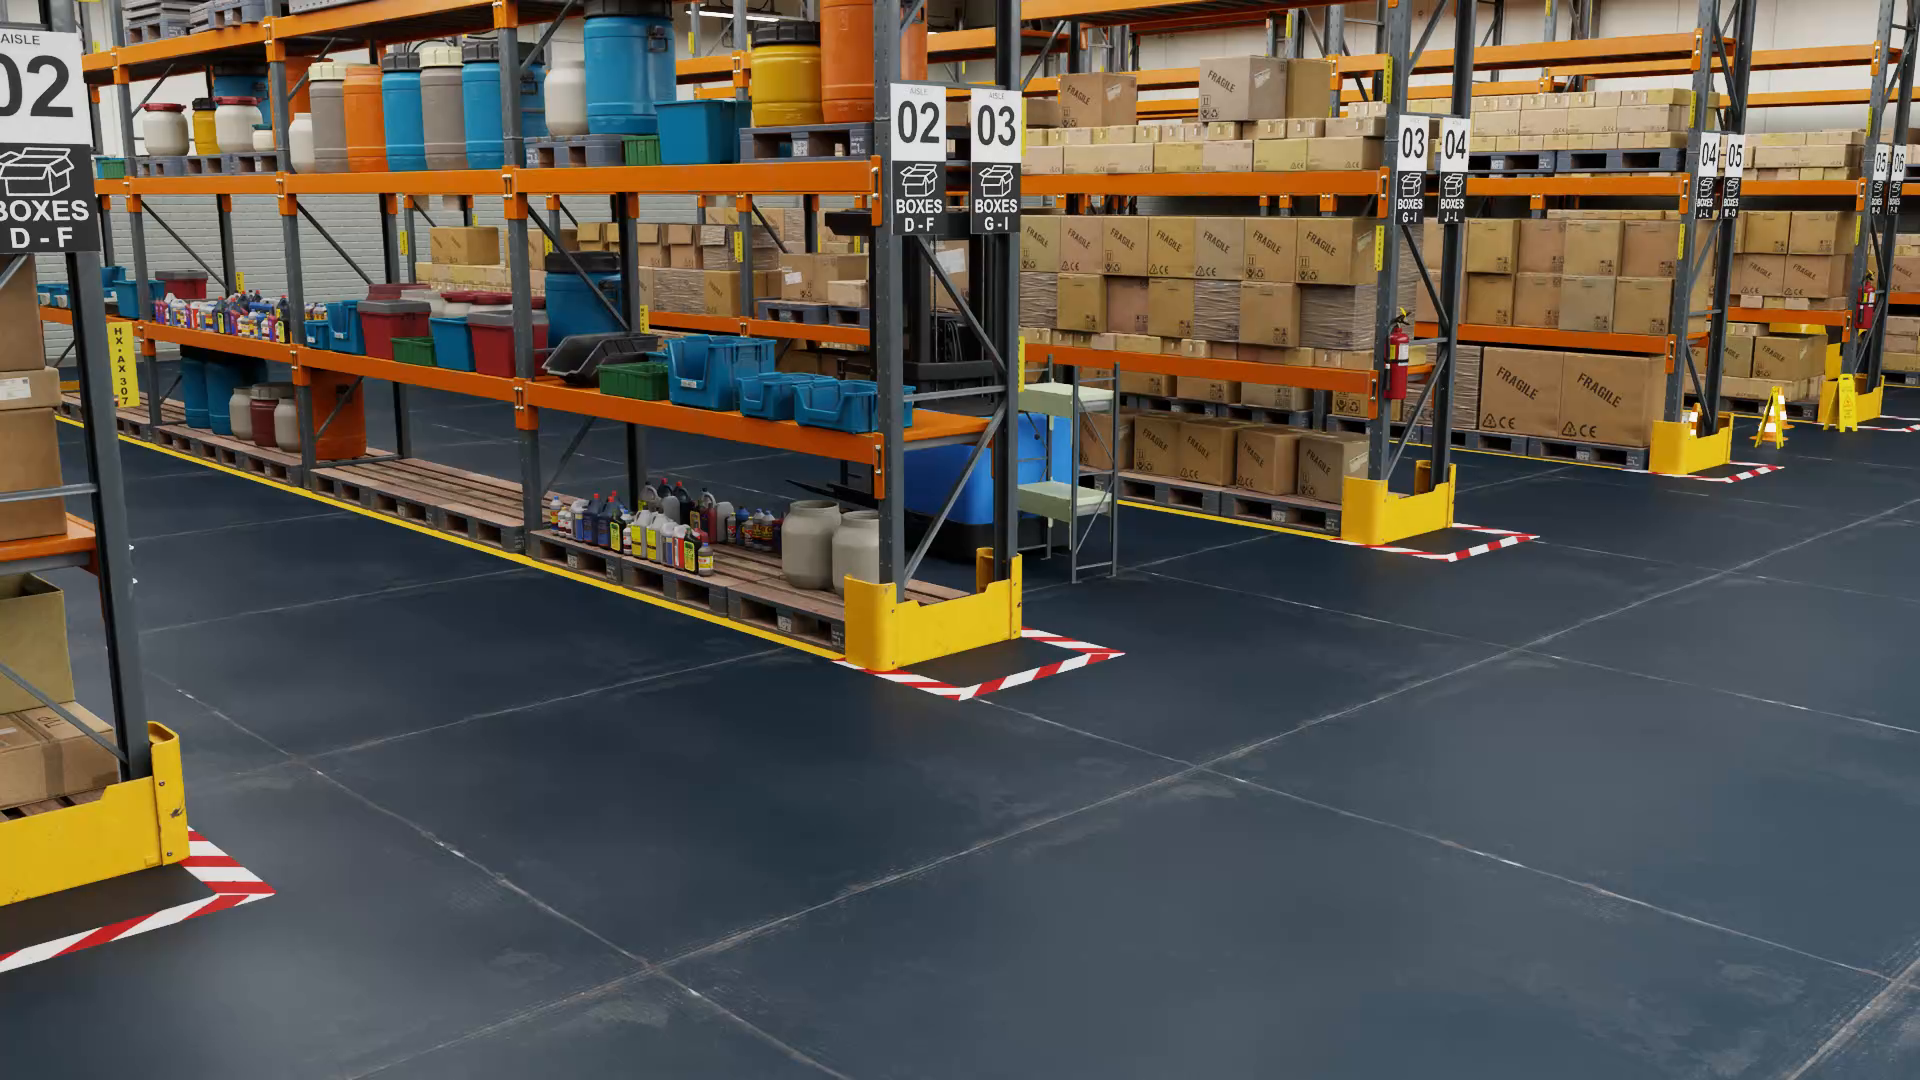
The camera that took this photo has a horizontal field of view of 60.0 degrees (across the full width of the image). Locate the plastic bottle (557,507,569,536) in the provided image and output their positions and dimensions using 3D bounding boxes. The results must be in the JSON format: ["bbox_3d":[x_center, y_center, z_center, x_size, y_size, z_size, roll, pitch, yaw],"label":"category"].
[{"bbox_3d":[-2.846,-0.134,11.970,0.097,0.201,0.097,0,12,0],"label":"plastic bottle"}]

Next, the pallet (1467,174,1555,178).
[{"bbox_3d":[7.581,-4.964,22.605,1.213,0.211,1.003,-11,16,-43],"label":"pallet"}]

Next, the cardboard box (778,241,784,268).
[{"bbox_3d":[-2.683,-4.398,25.841,0.500,0.500,0.500,11,16,44],"label":"cardboard box"}]

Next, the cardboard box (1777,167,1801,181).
[{"bbox_3d":[9.890,-4.333,19.698,0.380,0.149,0.250,-10,15,-41],"label":"cardboard box"}]

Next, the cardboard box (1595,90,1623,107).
[{"bbox_3d":[6.356,-4.261,16.085,0.380,0.149,0.250,-11,16,-42],"label":"cardboard box"}]

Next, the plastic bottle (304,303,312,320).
[{"bbox_3d":[-6.504,-2.229,16.617,0.097,0.271,0.097,0,12,0],"label":"plastic bottle"}]

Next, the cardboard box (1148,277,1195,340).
[{"bbox_3d":[2.083,-2.006,14.230,0.875,0.500,0.500,-11,16,-43],"label":"cardboard box"}]

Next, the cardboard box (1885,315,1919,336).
[{"bbox_3d":[13.380,-3.037,23.513,0.500,0.250,0.500,-11,16,-42],"label":"cardboard box"}]

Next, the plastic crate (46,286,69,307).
[{"bbox_3d":[-10.719,-2.932,19.974,0.416,0.233,0.300,-11,16,-43],"label":"plastic crate"}]

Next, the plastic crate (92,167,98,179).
[{"bbox_3d":[-9.497,-4.051,18.361,0.293,0.136,0.466,-11,16,-43],"label":"plastic crate"}]

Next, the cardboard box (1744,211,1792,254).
[{"bbox_3d":[9.838,-3.702,19.983,0.700,0.500,0.500,-11,16,-42],"label":"cardboard box"}]

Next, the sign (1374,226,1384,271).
[{"bbox_3d":[3.110,-2.165,12.333,0.100,0.325,0.005,-11,16,-43],"label":"sign"}]

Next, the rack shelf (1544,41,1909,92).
[{"bbox_3d":[9.312,-5.775,20.430,1.077,0.370,4.000,-11,16,-43],"label":"rack shelf"}]

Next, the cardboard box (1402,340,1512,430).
[{"bbox_3d":[5.429,-1.710,18.003,0.875,0.875,0.875,-11,16,-42],"label":"cardboard box"}]

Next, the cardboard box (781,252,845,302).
[{"bbox_3d":[-1.597,-2.866,18.102,0.500,0.500,0.500,9,15,38],"label":"cardboard box"}]

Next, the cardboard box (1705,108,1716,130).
[{"bbox_3d":[7.035,-4.096,16.272,0.500,0.250,0.500,-11,16,-43],"label":"cardboard box"}]

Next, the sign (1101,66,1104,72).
[{"bbox_3d":[2.838,-9.285,33.166,0.100,0.325,0.005,-11,16,-43],"label":"sign"}]

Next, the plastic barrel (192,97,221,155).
[{"bbox_3d":[-7.567,-4.241,17.120,0.600,0.588,0.600,0,12,0],"label":"plastic barrel"}]

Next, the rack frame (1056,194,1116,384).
[{"bbox_3d":[1.658,-3.361,21.793,1.000,3.000,0.127,-11,16,-43],"label":"rack frame"}]

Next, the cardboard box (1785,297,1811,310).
[{"bbox_3d":[10.025,-2.822,19.796,0.380,0.149,0.250,-11,16,-43],"label":"cardboard box"}]

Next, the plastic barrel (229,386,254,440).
[{"bbox_3d":[-7.166,-1.286,16.843,0.421,0.512,0.421,0,12,0],"label":"plastic barrel"}]

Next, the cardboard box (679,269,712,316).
[{"bbox_3d":[-2.859,-2.845,19.039,0.500,0.500,0.500,-11,16,-43],"label":"cardboard box"}]

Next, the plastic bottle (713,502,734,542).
[{"bbox_3d":[-1.701,-0.139,11.813,0.152,0.276,0.135,-11,16,-42],"label":"plastic bottle"}]

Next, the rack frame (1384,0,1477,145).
[{"bbox_3d":[3.525,-4.456,12.238,1.000,3.000,0.127,-11,16,-43],"label":"rack frame"}]

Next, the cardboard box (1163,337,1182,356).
[{"bbox_3d":[1.945,-1.658,14.146,0.380,0.149,0.250,-11,16,-43],"label":"cardboard box"}]

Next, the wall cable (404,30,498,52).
[{"bbox_3d":[-8.936,-9.672,29.584,2.277,5.999,0.120,-11,16,-43],"label":"wall cable"}]

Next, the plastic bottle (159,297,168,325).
[{"bbox_3d":[-8.307,-2.389,17.363,0.061,0.283,0.133,-11,16,-43],"label":"plastic bottle"}]

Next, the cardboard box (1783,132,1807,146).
[{"bbox_3d":[9.906,-4.721,19.605,0.380,0.149,0.250,-11,16,-43],"label":"cardboard box"}]

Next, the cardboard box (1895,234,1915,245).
[{"bbox_3d":[13.369,-4.239,23.459,0.380,0.149,0.250,-11,16,-42],"label":"cardboard box"}]

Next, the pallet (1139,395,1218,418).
[{"bbox_3d":[2.986,-1.692,20.601,1.003,0.211,1.213,-11,16,-43],"label":"pallet"}]

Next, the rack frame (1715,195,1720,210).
[{"bbox_3d":[11.518,-4.174,25.740,1.000,3.000,0.127,-11,16,-43],"label":"rack frame"}]

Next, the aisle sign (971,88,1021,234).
[{"bbox_3d":[0.205,-2.131,9.378,0.394,0.787,0.004,-11,16,-43],"label":"aisle sign"}]

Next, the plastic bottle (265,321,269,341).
[{"bbox_3d":[-6.395,-1.950,15.436,0.097,0.201,0.097,0,12,0],"label":"plastic bottle"}]

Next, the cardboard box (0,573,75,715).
[{"bbox_3d":[-4.198,0.454,7.188,0.500,0.500,0.500,-11,16,-43],"label":"cardboard box"}]

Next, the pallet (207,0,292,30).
[{"bbox_3d":[-6.057,-4.754,15.146,1.213,0.211,1.003,-11,16,-43],"label":"pallet"}]

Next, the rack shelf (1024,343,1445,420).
[{"bbox_3d":[2.144,-1.457,14.333,1.077,0.370,4.000,-11,16,-43],"label":"rack shelf"}]

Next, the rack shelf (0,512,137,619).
[{"bbox_3d":[-5.023,-0.077,7.635,1.077,0.370,4.000,-11,16,-43],"label":"rack shelf"}]

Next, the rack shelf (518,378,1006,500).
[{"bbox_3d":[-1.438,-0.767,10.982,1.077,0.370,4.000,-11,16,-43],"label":"rack shelf"}]

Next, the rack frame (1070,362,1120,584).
[{"bbox_3d":[0.926,-0.456,11.408,0.400,1.500,0.023,-8,14,-35],"label":"rack frame"}]

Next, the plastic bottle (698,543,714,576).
[{"bbox_3d":[-1.642,0.121,10.736,0.097,0.201,0.097,0,12,0],"label":"plastic bottle"}]

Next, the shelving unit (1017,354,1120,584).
[{"bbox_3d":[0.712,-0.516,11.699,0.431,1.500,0.755,-8,14,-35],"label":"shelving unit"}]

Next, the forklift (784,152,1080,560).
[{"bbox_3d":[-0.366,-1.539,13.116,1.130,2.935,3.031,-8,14,-35],"label":"forklift"}]

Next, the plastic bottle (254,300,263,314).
[{"bbox_3d":[-7.222,-2.336,17.137,0.097,0.271,0.097,0,12,0],"label":"plastic bottle"}]

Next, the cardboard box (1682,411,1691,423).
[{"bbox_3d":[8.327,-1.412,19.395,0.380,0.149,0.250,-3,12,-13],"label":"cardboard box"}]

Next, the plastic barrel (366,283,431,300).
[{"bbox_3d":[-5.042,-2.036,15.023,0.600,0.536,0.708,-11,16,-43],"label":"plastic barrel"}]

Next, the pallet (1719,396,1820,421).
[{"bbox_3d":[10.105,-1.667,20.481,1.003,0.211,1.213,-11,16,-43],"label":"pallet"}]

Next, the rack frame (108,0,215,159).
[{"bbox_3d":[-8.344,-5.517,17.388,1.000,3.000,0.127,-11,16,-43],"label":"rack frame"}]

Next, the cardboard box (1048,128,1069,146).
[{"bbox_3d":[0.998,-3.572,14.768,0.250,0.149,0.380,11,16,42],"label":"cardboard box"}]

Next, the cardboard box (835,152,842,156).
[{"bbox_3d":[-1.143,-3.828,16.996,0.500,0.250,0.500,-10,16,-41],"label":"cardboard box"}]

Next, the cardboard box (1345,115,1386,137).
[{"bbox_3d":[3.108,-3.105,12.501,0.380,0.149,0.250,-11,16,-43],"label":"cardboard box"}]

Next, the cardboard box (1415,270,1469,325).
[{"bbox_3d":[5.368,-2.627,17.855,0.875,0.550,0.550,-11,16,-43],"label":"cardboard box"}]

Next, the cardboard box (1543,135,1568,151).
[{"bbox_3d":[6.005,-3.945,16.524,0.380,0.149,0.250,-11,16,-43],"label":"cardboard box"}]

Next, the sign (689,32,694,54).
[{"bbox_3d":[-4.259,-7.888,26.386,0.100,0.325,0.005,-11,16,-43],"label":"sign"}]

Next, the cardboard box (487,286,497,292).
[{"bbox_3d":[-6.097,-3.332,22.274,0.380,0.149,0.250,-11,16,-43],"label":"cardboard box"}]

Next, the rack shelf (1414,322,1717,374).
[{"bbox_3d":[5.801,-2.133,17.616,1.077,0.370,4.000,-11,16,-43],"label":"rack shelf"}]

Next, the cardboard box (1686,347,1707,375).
[{"bbox_3d":[9.245,-2.356,20.826,0.500,0.500,0.500,11,16,44],"label":"cardboard box"}]
